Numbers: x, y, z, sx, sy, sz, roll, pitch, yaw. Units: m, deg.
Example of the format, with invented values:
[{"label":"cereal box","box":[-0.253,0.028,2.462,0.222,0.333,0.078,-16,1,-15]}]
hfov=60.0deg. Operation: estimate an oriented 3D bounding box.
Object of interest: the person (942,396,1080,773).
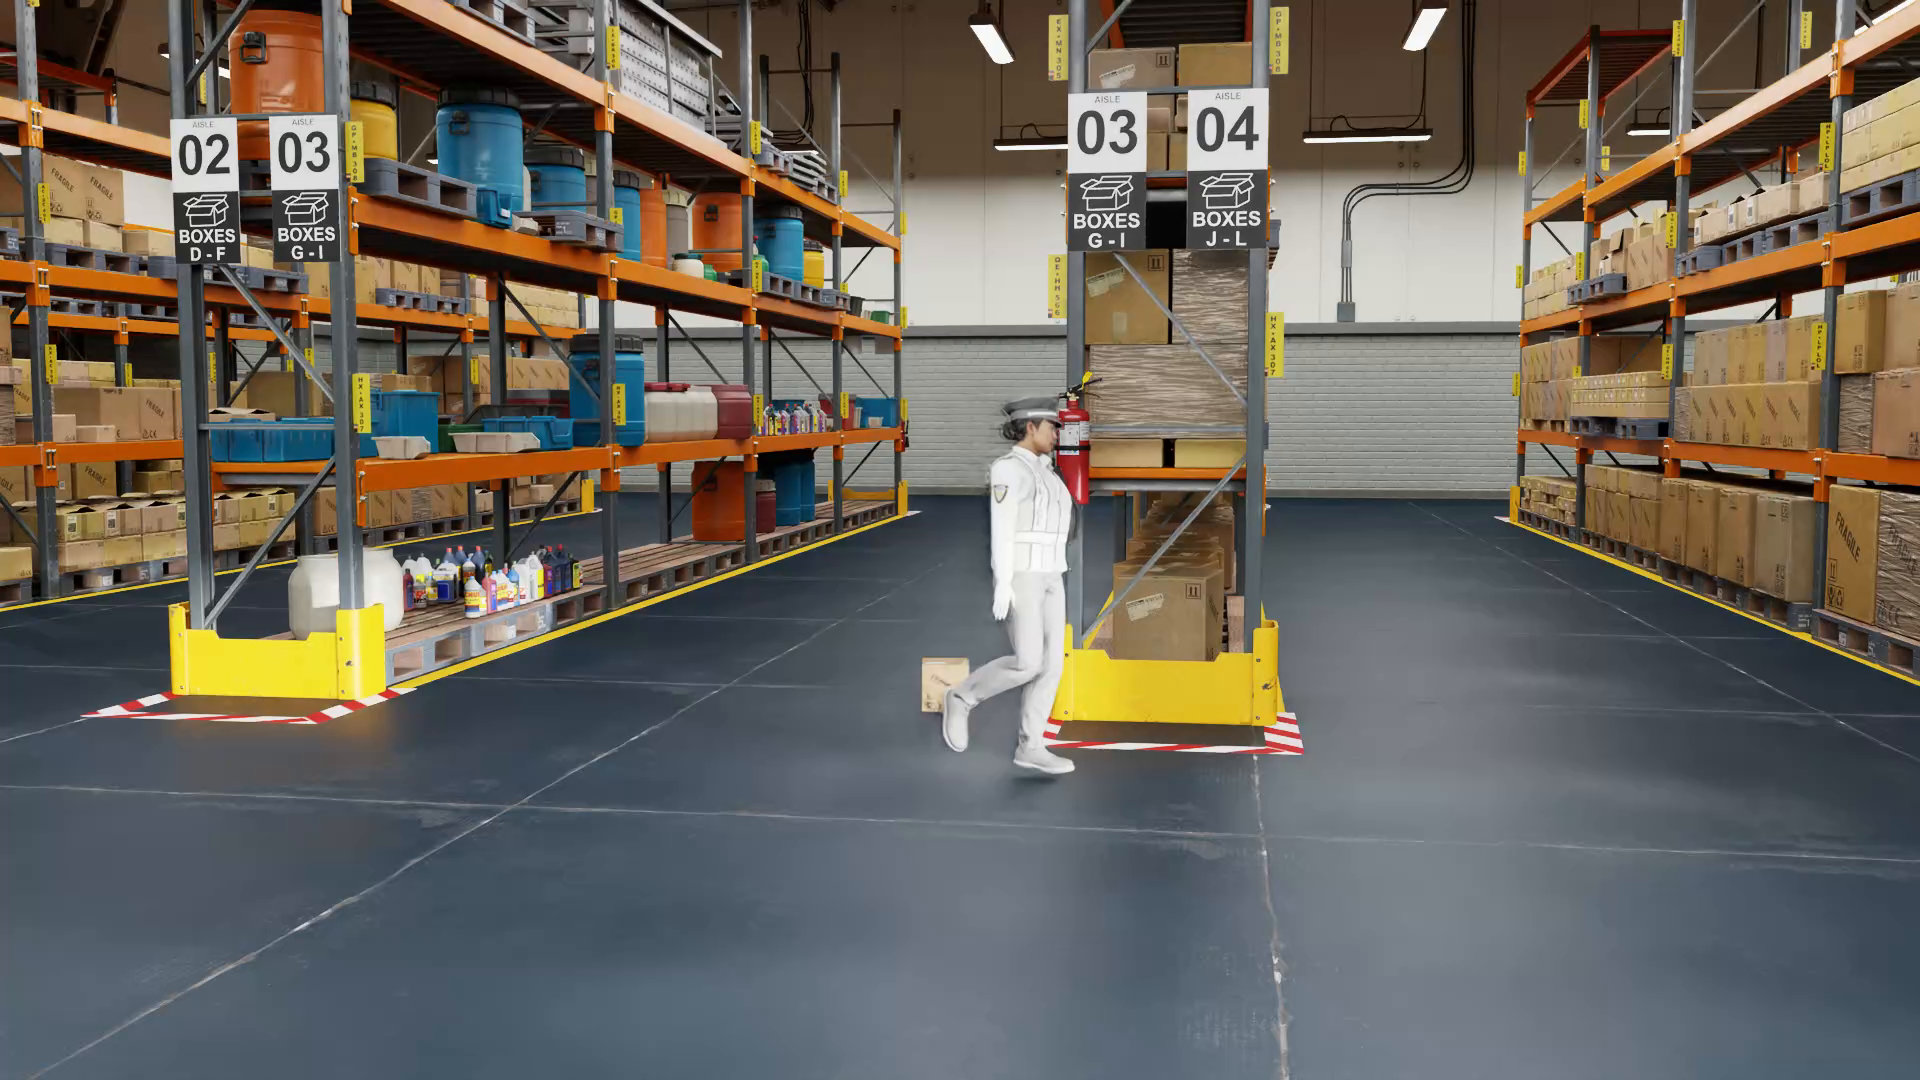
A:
[{"label":"person","box":[0.267,0.182,7.377,0.613,1.637,0.518,3,6,34]}]
